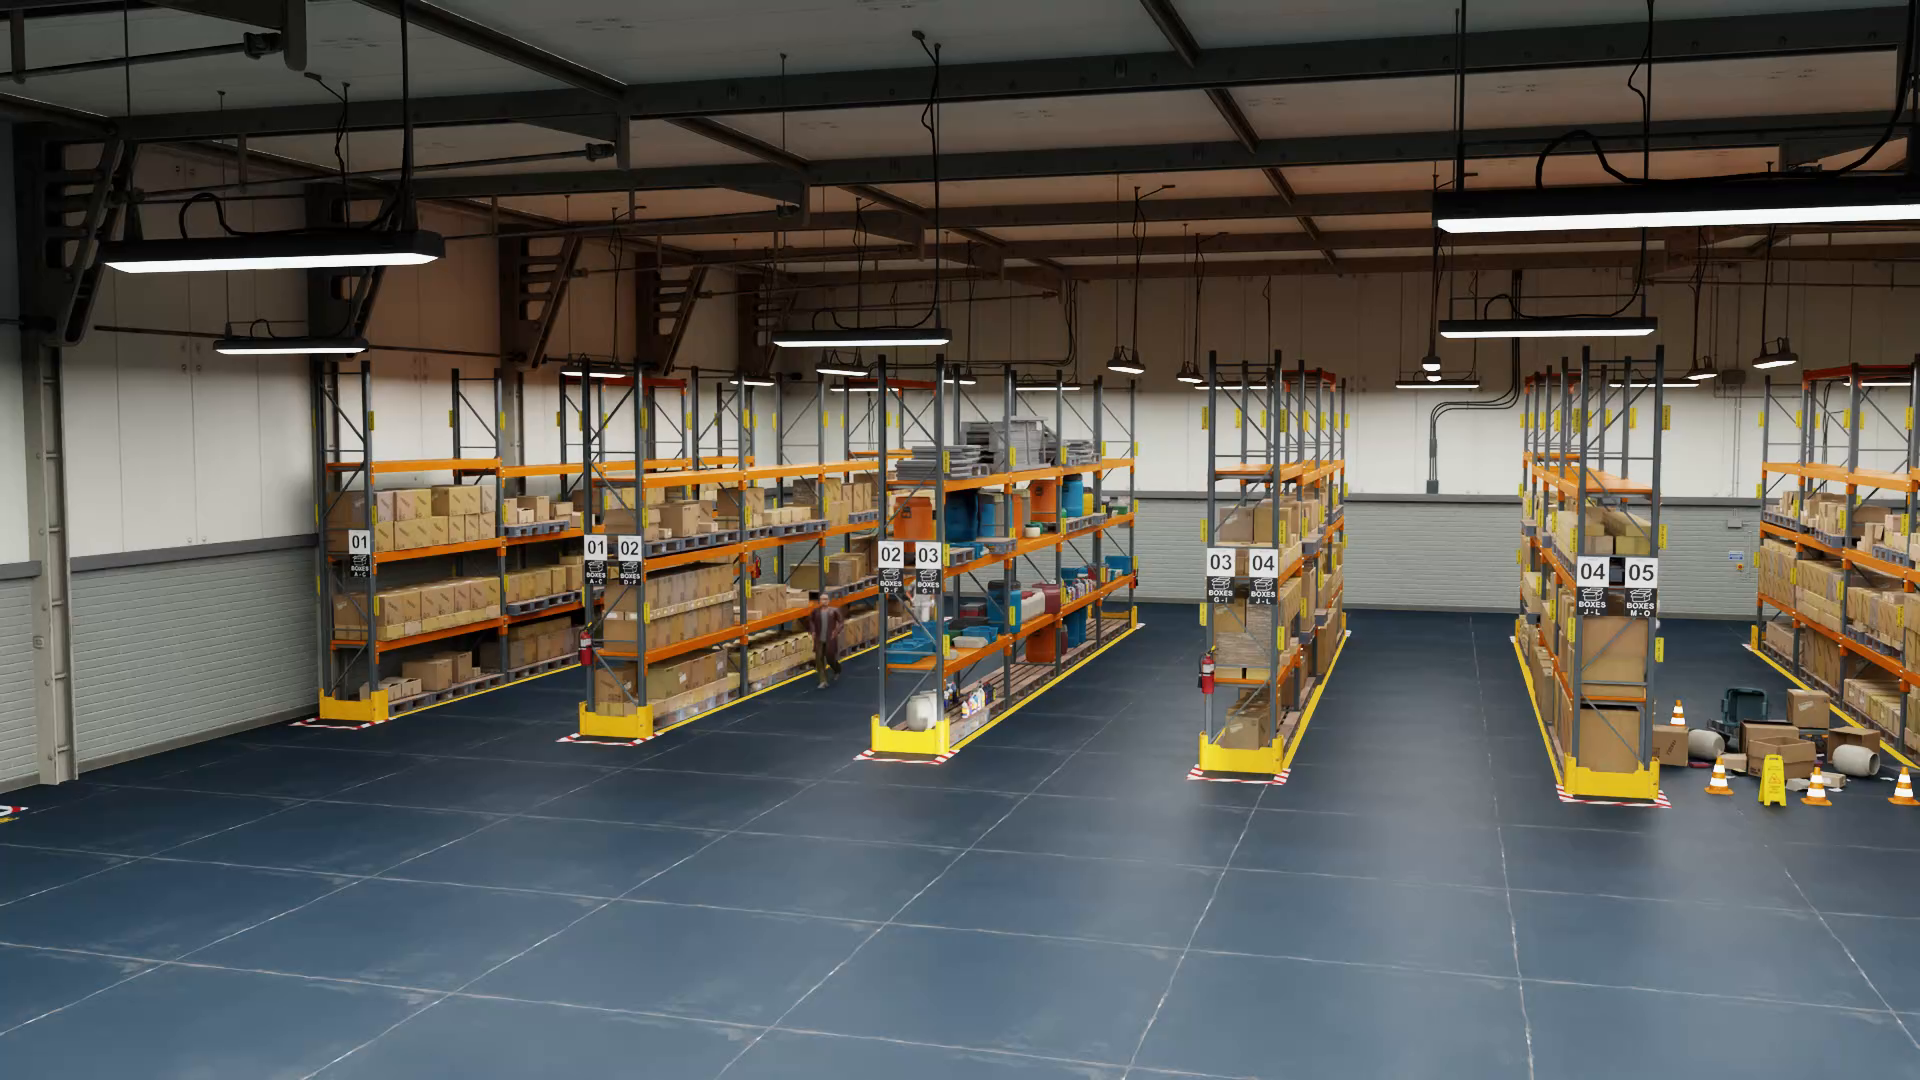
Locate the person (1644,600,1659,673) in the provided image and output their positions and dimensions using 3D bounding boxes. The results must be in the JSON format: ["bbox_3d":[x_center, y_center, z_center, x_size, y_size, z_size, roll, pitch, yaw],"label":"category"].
[{"bbox_3d":[13.678,1.751,33.066,0.404,1.770,0.643,2,4,25],"label":"person"}]

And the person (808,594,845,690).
[{"bbox_3d":[-2.540,1.885,31.177,0.703,1.756,0.899,1,4,19],"label":"person"}]

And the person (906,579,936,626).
[{"bbox_3d":[-0.875,1.491,37.019,0.629,1.778,0.782,1,4,10],"label":"person"}]
